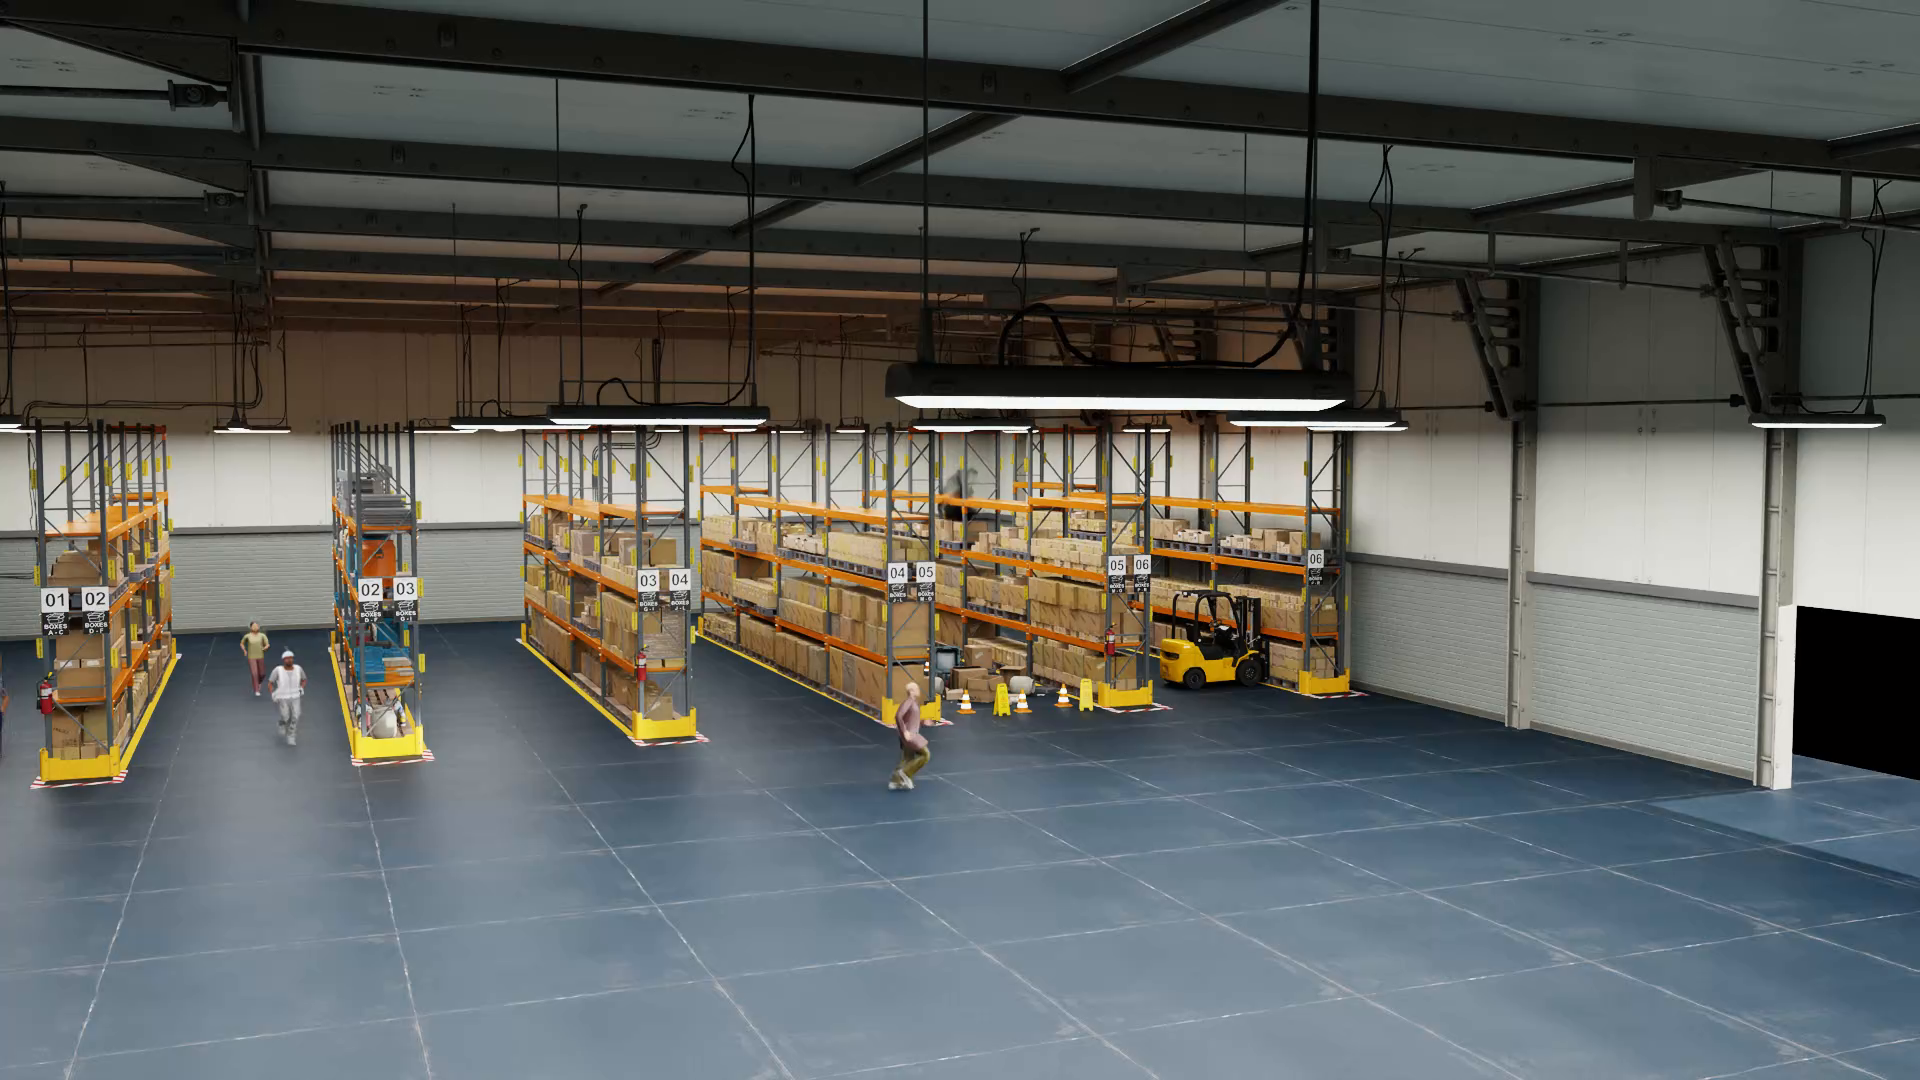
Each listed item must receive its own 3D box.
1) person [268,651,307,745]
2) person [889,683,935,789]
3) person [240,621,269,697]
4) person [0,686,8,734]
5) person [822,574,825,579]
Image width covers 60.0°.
[{"bbox_3d":[-12.473,2.927,30.901,0.686,1.735,0.605,-3,4,-35],"label":"person"},{"bbox_3d":[-0.778,3.166,26.890,0.760,1.723,0.627,0,4,-1],"label":"person"},{"bbox_3d":[-15.562,2.608,36.727,0.589,1.635,0.802,-2,4,-31],"label":"person"},{"bbox_3d":[-16.853,3.108,28.872,0.607,1.639,0.849,-2,4,-32],"label":"person"},{"bbox_3d":[-4.094,1.738,50.867,0.652,1.627,0.596,-1,4,-13],"label":"person"}]
